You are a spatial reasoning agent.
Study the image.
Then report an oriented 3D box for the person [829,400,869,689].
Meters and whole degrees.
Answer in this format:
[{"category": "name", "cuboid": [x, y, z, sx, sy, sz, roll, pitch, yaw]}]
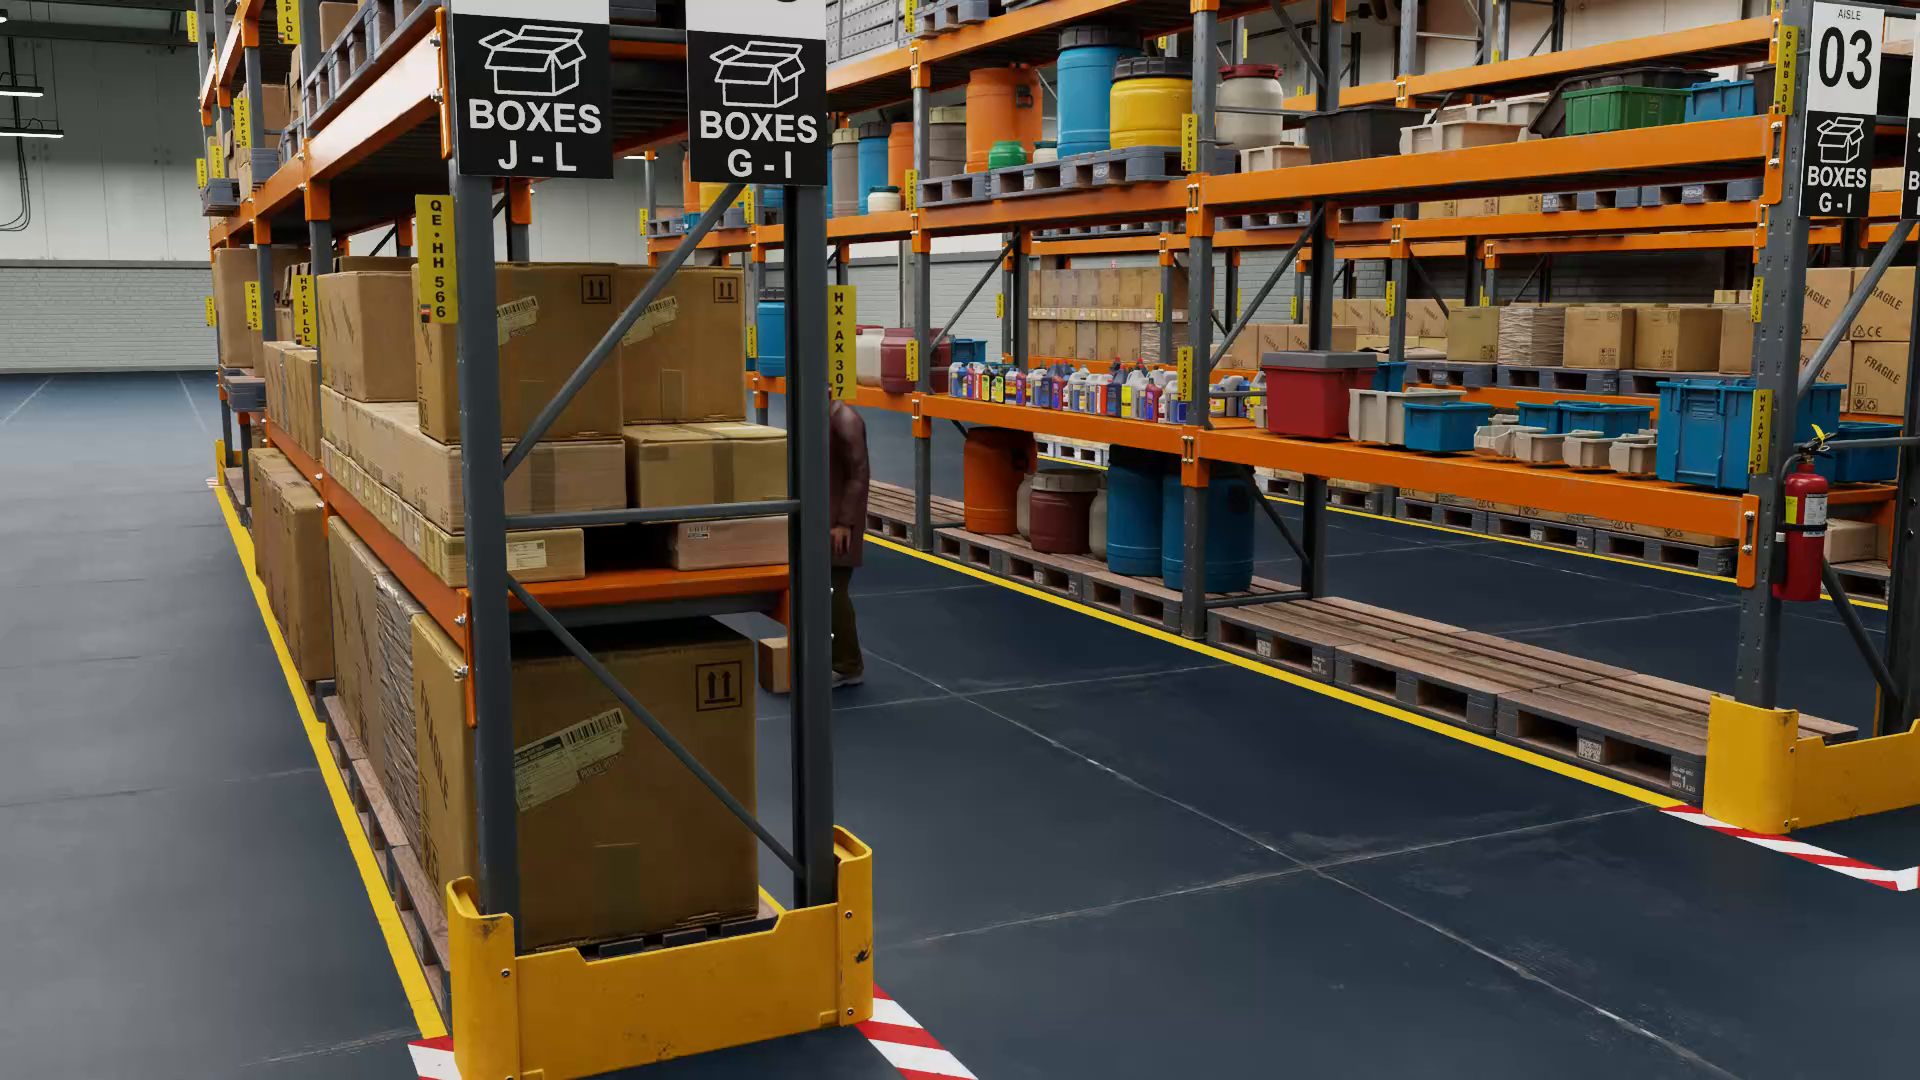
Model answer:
[{"category": "person", "cuboid": [-0.718, -0.096, 9.046, 0.427, 1.773, 0.628, -4, 9, -28]}]
